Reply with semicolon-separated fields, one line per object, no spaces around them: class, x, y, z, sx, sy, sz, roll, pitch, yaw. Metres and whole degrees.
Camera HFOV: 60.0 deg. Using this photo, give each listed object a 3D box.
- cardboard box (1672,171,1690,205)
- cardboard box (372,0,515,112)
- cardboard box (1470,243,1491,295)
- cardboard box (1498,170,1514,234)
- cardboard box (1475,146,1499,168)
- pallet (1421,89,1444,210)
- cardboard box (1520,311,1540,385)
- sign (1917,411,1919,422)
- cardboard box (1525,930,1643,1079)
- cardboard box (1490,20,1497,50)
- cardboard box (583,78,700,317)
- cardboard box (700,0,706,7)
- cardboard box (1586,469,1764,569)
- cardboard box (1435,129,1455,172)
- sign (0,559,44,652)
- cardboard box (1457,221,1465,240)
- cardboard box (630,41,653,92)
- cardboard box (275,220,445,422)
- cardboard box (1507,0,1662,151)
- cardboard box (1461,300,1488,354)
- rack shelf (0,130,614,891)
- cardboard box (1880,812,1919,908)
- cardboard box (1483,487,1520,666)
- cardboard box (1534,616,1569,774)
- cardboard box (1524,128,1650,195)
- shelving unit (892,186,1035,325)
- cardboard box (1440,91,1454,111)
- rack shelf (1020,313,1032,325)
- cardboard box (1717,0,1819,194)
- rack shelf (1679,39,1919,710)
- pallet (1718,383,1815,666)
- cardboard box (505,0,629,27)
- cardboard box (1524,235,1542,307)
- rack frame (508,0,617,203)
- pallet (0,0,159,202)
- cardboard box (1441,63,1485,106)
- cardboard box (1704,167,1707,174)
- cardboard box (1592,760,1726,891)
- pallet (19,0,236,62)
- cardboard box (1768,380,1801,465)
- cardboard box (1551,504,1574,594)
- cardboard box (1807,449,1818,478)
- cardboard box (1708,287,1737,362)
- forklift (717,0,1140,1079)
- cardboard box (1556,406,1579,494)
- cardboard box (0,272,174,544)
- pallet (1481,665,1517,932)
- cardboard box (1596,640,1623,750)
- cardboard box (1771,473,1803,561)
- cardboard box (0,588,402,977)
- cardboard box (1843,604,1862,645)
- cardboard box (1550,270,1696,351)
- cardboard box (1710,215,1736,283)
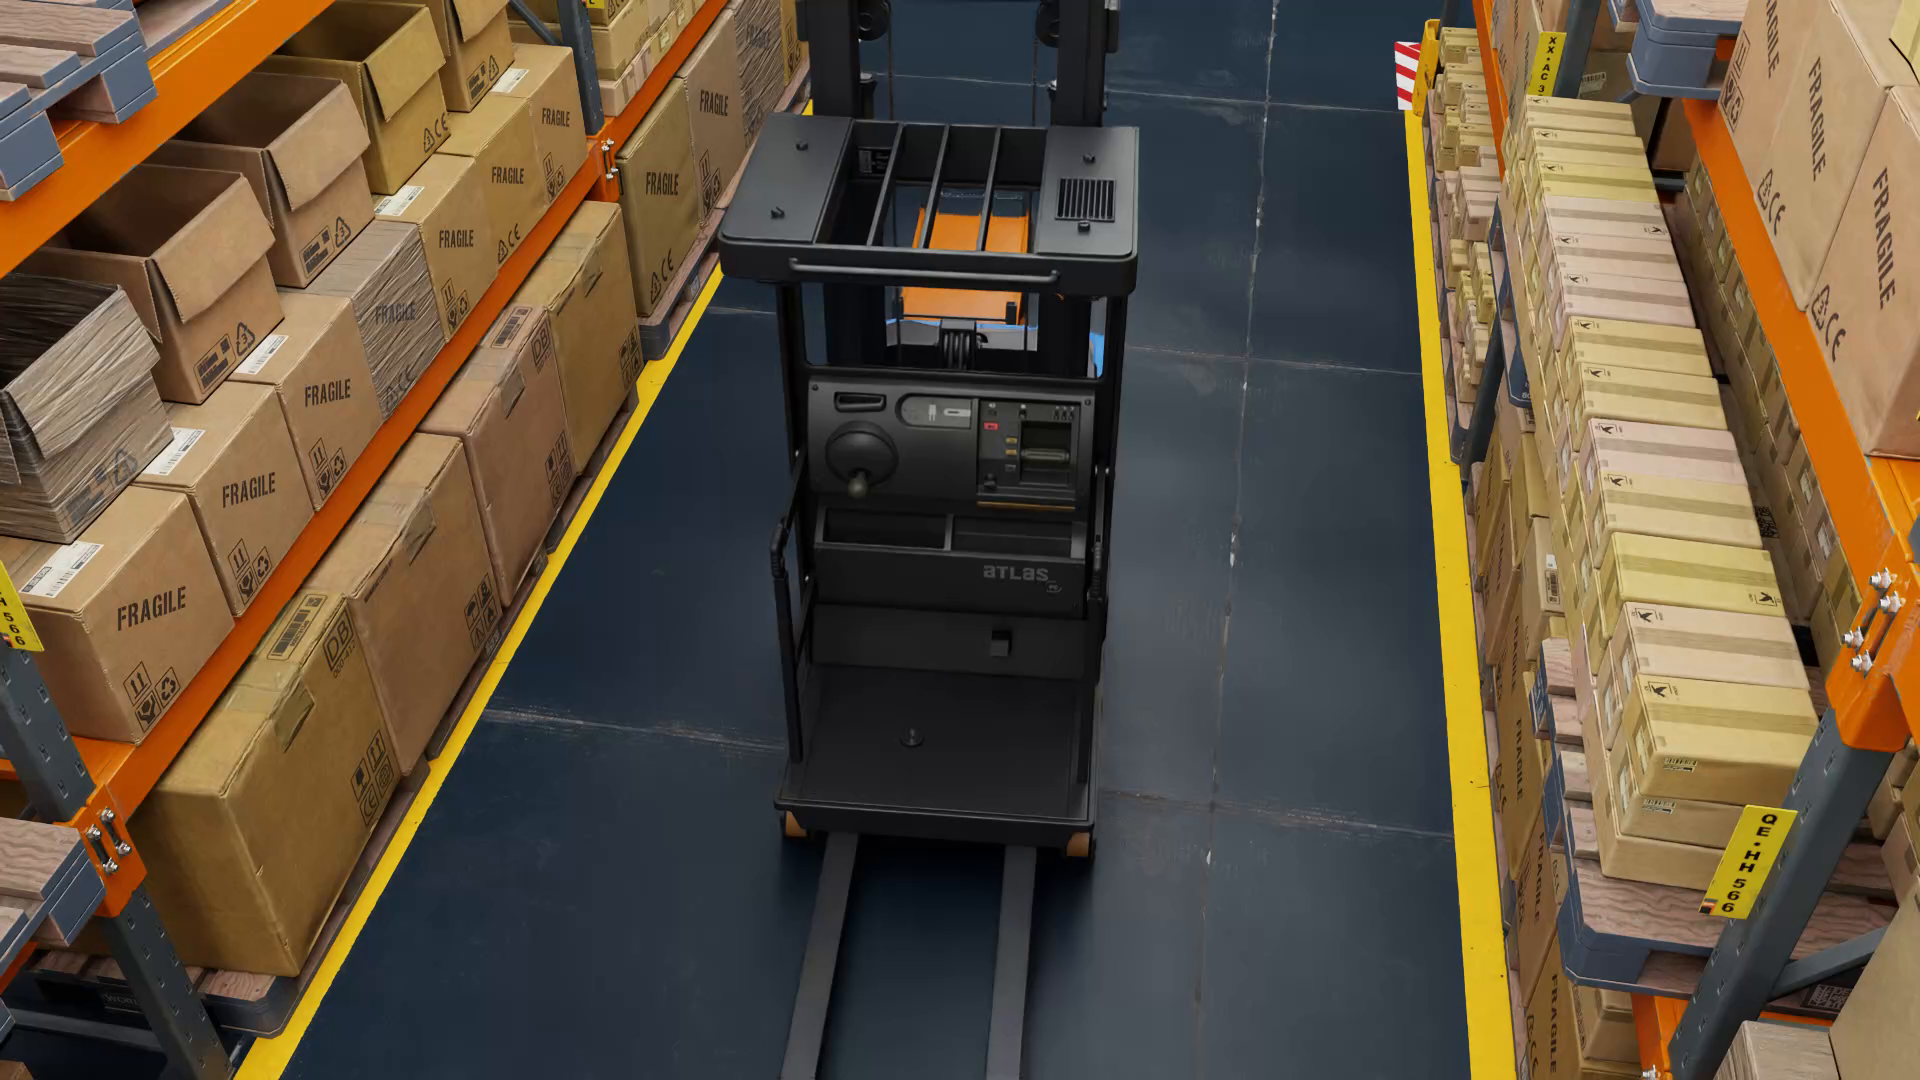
cardboard box;3.153;-1.447;6.843;0.380;0.149;0.250;8;40;9
cardboard box;-2.189;-2.036;6.493;0.797;0.503;0.637;5;40;7
cardboard box;2.628;-1.268;7.871;0.380;0.149;0.250;6;40;7
cardboard box;2.260;-1.271;6.300;0.380;0.149;0.250;5;40;6
cardboard box;2.891;-1.917;8.656;0.380;0.149;0.250;6;40;8
pallet;3.285;-2.284;9.847;1.003;0.211;1.213;6;40;8
cardboard box;2.083;-0.622;5.516;0.380;0.149;0.250;5;40;6
sign;1.555;-0.308;2.509;0.100;0.325;0.005;6;40;8
cardboard box;1.946;1.468;4.753;0.500;0.500;0.500;6;40;7
cardboard box;2.800;-2.499;8.116;0.380;0.149;0.250;7;40;9
cardboard box;-1.893;-1.761;8.364;0.875;0.875;0.875;6;40;8
cardboard box;-1.484;-2.878;8.574;0.380;0.149;0.250;7;40;8
cardboard box;1.856;-0.034;4.338;0.380;0.149;0.250;8;40;9
cardboard box;2.915;-2.204;9.469;0.380;0.149;0.250;7;40;8
sign;-2.242;0.136;3.885;0.100;0.325;0.005;6;40;8
cardboard box;2.804;-1.555;8.684;0.380;0.149;0.250;7;40;9
cardboard box;-1.662;-2.229;7.790;0.380;0.149;0.250;5;40;6
cardboard box;-2.166;-0.775;5.755;0.500;0.500;0.500;7;40;8
cardboard box;2.587;-1.890;6.870;0.500;0.500;0.500;6;40;8
cardboard box;2.557;-0.984;7.760;0.380;0.149;0.250;5;40;6
rack shelf;-2.432;-0.480;6.041;1.077;0.370;4.000;6;40;8
cardboard box;2.366;0.785;3.815;0.380;0.149;0.250;6;40;7
cardboard box;2.303;0.166;6.327;0.500;0.500;0.500;8;40;10
cardboard box;2.130;0.527;5.302;0.500;0.250;0.500;7;40;9
cardboard box;2.218;-1.324;5.898;0.380;0.149;0.250;7;40;9
shelving unit;0.026;-0.849;7.395;0.538;1.125;1.048;3;40;4
cardboard box;3.027;-2.624;9.744;0.380;0.149;0.250;6;40;7
rack shelf;0.026;-0.661;7.550;0.538;0.278;1.000;3;40;4
cardboard box;2.102;-1.101;3.796;0.500;0.500;0.500;6;40;8
rack shelf;2.435;-1.026;4.347;1.077;0.370;4.000;6;40;8
pallet;2.392;-0.065;5.125;1.003;0.211;1.213;6;40;8
cardboard box;-1.751;-2.631;7.374;0.500;0.500;0.500;6;40;8
cardboard box;2.129;-0.897;5.615;0.380;0.149;0.250;5;40;6
rack frame;-2.086;-2.012;7.330;1.000;3.000;0.127;6;40;8
pallet;-2.719;-0.995;3.894;1.213;0.211;1.003;8;40;10
cardboard box;2.949;-2.583;9.461;0.380;0.149;0.250;6;40;8
cardboard box;2.904;-1.423;6.018;0.380;0.149;0.250;8;40;10
cardboard box;1.722;0.683;3.938;0.380;0.149;0.250;7;40;8
pallet;-2.529;-1.697;4.743;1.003;0.211;1.213;8;40;10
cardboard box;2.635;-0.331;4.930;0.380;0.149;0.250;8;40;9
cardboard box;1.903;0.041;4.714;0.380;0.149;0.250;5;40;6
cardboard box;2.586;-0.280;4.635;0.380;0.149;0.250;8;40;9
cardboard box;2.775;-0.720;5.634;0.380;0.149;0.250;4;40;5
forklift;-0.049;-0.236;5.235;1.130;2.935;3.031;3;40;4
cardboard box;1.947;-0.241;4.822;0.380;0.149;0.250;7;40;9
cardboard box;-2.636;-0.384;4.495;0.797;0.503;0.637;8;40;9
pallet;2.439;0.929;5.960;1.003;0.211;1.213;6;40;8
cardboard box;1.771;0.401;4.046;0.380;0.149;0.250;8;40;9
cardboard box;2.593;-0.048;4.821;0.380;0.149;0.250;7;40;8
cardboard box;-2.638;0.724;5.358;1.225;0.875;0.875;5;40;6
cardboard box;2.459;0.309;4.156;0.380;0.149;0.250;5;40;6
cardboard box;2.038;-0.688;5.129;0.380;0.149;0.250;8;40;9
cardboard box;2.817;-0.989;5.727;0.380;0.149;0.250;8;40;10
